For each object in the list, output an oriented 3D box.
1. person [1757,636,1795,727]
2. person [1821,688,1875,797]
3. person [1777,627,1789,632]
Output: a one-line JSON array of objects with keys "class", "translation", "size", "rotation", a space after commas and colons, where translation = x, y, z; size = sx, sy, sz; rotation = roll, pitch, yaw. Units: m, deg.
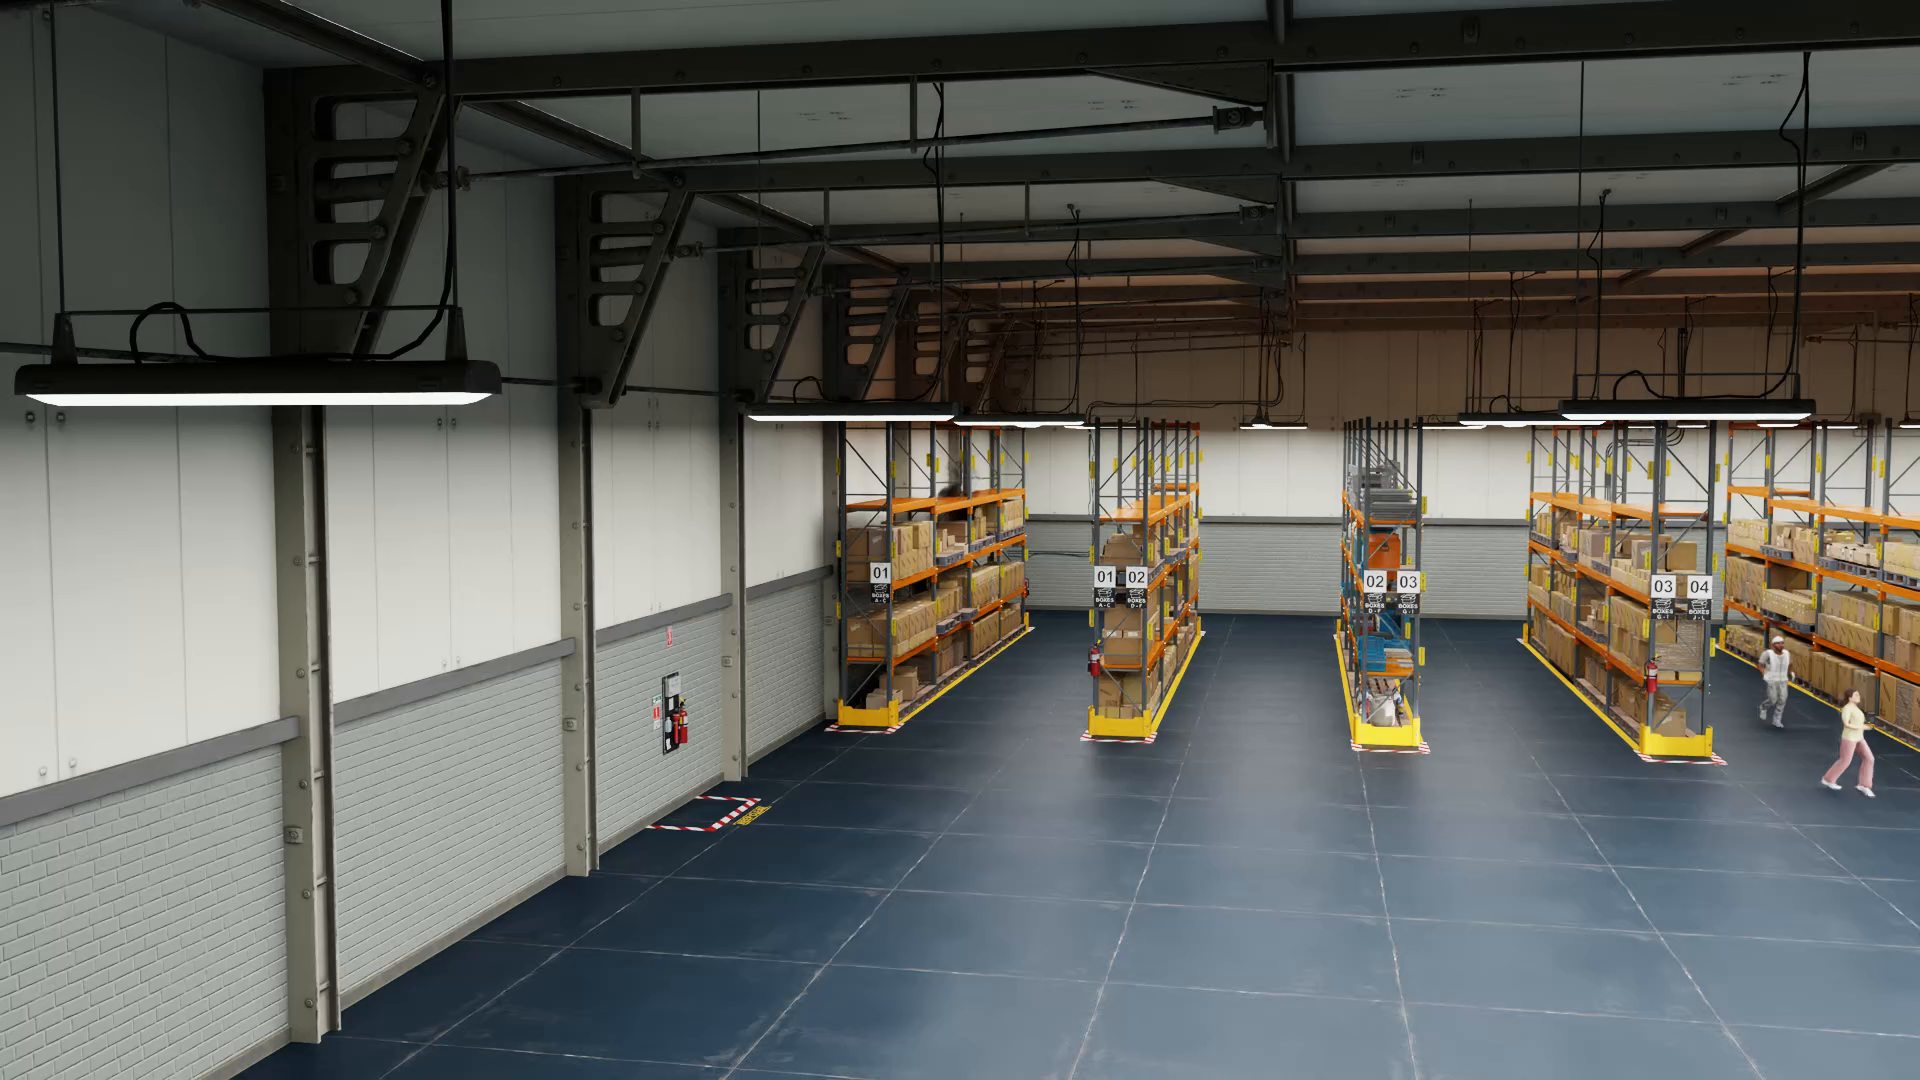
[{"class": "person", "translation": [15.935, 2.746, 32.476], "size": [0.704, 1.755, 0.619], "rotation": [0, 4, -1]}, {"class": "person", "translation": [14.067, 3.191, 26.293], "size": [0.580, 1.715, 0.772], "rotation": [-3, 5, -40]}, {"class": "person", "translation": [21.996, 1.985, 44.379], "size": [0.705, 1.716, 0.701], "rotation": [-1, 4, -21]}]
